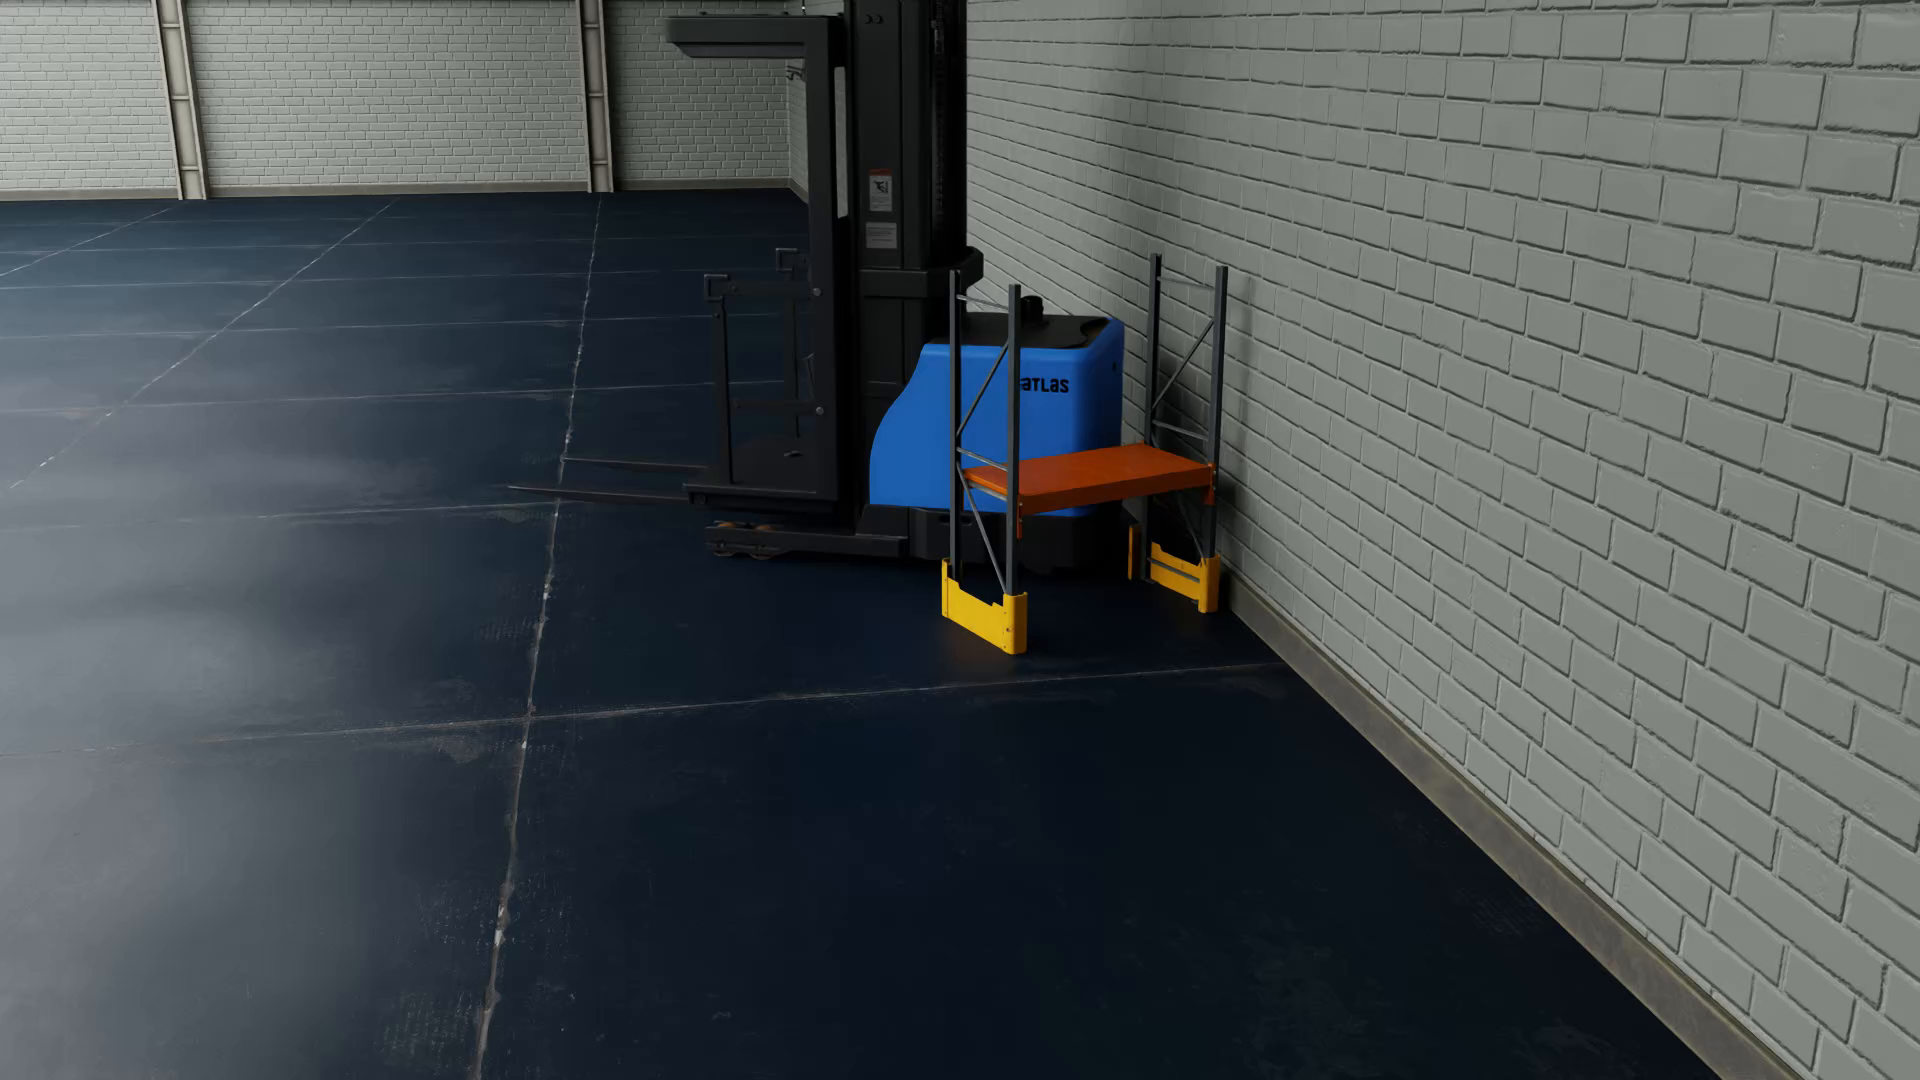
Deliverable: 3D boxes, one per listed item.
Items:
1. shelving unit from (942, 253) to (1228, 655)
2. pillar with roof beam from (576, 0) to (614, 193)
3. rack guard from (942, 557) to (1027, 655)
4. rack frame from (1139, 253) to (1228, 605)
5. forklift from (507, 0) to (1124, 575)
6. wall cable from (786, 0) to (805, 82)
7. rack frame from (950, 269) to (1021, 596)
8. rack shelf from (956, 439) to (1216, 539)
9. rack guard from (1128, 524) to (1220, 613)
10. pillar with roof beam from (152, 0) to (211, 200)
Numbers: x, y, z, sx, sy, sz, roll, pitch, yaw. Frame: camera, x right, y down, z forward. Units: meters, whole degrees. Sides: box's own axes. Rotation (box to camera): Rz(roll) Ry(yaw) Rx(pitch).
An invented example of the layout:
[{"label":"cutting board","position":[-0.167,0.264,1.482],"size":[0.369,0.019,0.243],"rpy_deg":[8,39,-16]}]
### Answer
[{"label":"shelving unit","position":[0.527,-0.401,7.064],"size":[1.083,1.500,0.587],"rpy_deg":[-10,20,-29]},{"label":"pillar with roof beam","position":[-4.830,-8.546,20.810],"size":[0.400,9.000,9.100],"rpy_deg":[-3,17,-10]},{"label":"rack guard","position":[0.098,0.270,7.006],"size":[0.087,0.250,0.587],"rpy_deg":[-10,20,-29]},{"label":"rack frame","position":[0.974,-0.478,7.314],"size":[0.032,1.500,0.500],"rpy_deg":[-10,20,-29]},{"label":"forklift","position":[-0.747,-1.449,8.037],"size":[3.031,2.935,1.130],"rpy_deg":[4,18,13]},{"label":"wall cable","position":[-2.504,-8.086,24.600],"size":[0.112,2.526,3.097],"rpy_deg":[-3,17,-10]},{"label":"rack frame","position":[0.097,-0.327,6.822],"size":[0.032,1.500,0.500],"rpy_deg":[-10,20,-29]},{"label":"rack shelf","position":[0.535,-0.231,7.121],"size":[1.000,0.185,0.538],"rpy_deg":[-10,20,-29]},{"label":"rack guard","position":[0.957,0.122,7.488],"size":[0.087,0.250,0.587],"rpy_deg":[-10,20,-29]},{"label":"pillar with roof beam","position":[-10.721,-8.212,19.722],"size":[0.400,9.000,9.100],"rpy_deg":[-3,17,-10]}]
